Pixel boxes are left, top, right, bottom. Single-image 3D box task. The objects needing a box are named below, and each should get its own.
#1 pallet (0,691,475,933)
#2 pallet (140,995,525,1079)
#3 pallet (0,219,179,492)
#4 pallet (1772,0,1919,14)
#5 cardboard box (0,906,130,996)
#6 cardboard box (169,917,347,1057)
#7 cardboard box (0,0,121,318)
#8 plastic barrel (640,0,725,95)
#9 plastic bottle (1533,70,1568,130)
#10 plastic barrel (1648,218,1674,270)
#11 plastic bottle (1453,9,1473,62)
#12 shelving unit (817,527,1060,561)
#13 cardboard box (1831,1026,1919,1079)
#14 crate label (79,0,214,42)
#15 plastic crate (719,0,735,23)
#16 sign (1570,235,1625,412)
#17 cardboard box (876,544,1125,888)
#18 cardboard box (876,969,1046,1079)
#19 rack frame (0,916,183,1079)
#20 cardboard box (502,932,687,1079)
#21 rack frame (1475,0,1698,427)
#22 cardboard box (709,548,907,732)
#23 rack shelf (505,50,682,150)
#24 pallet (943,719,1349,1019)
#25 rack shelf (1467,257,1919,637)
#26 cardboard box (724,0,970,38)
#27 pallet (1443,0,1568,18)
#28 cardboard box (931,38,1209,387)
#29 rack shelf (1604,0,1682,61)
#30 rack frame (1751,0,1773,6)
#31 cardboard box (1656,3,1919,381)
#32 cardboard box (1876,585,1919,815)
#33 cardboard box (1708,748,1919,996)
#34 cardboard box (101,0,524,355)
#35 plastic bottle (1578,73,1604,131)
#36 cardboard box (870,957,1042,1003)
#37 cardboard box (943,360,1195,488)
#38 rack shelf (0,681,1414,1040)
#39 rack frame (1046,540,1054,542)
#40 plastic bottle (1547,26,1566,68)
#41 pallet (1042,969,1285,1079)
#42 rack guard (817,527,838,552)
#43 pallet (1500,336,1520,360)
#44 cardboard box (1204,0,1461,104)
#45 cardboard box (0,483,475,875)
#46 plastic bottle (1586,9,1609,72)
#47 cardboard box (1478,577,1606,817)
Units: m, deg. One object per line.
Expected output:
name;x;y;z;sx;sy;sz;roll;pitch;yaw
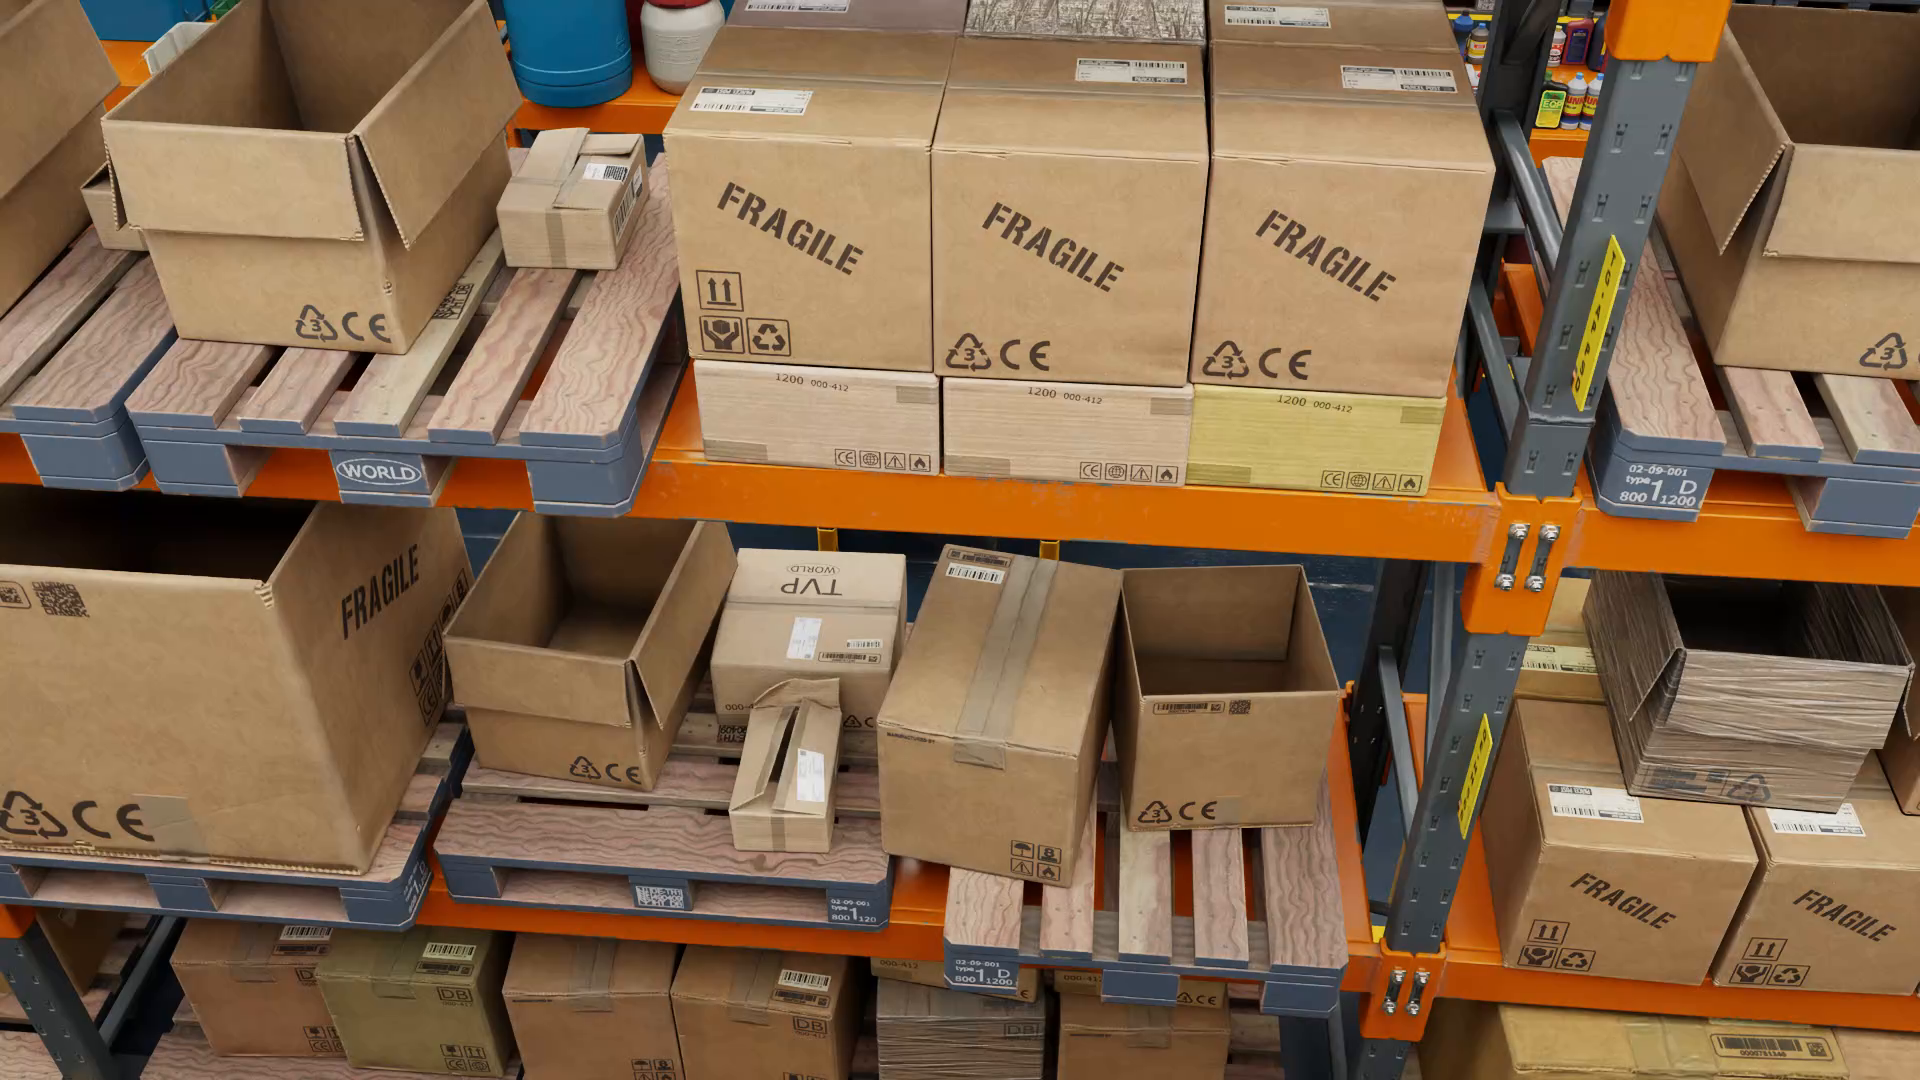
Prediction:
pallet;-2.010;0.614;4.772;1.213;0.211;1.003;3;39;4
pallet;-1.983;1.529;5.704;1.213;0.211;1.003;3;39;4
pallet;-2.153;-0.584;3.864;1.003;0.211;1.213;3;39;4
pallet;6.754;-4.269;12.827;1.213;0.211;1.003;3;39;4
cardboard box;-3.154;1.166;5.589;0.500;0.500;0.500;2;39;2
cardboard box;-2.149;1.252;5.467;0.500;0.500;0.700;0;39;0
cardboard box;-2.299;-0.872;3.655;0.637;0.503;0.797;1;39;2
plastic barrel;-1.397;-2.571;8.425;0.433;0.535;0.433;0;39;0
plastic bottle;2.877;-2.145;8.102;0.133;0.283;0.061;3;39;4
plastic barrel;3.838;-1.637;9.023;0.421;0.512;0.421;0;39;0
plastic bottle;2.631;-2.646;8.727;0.097;0.271;0.097;0;39;0
shelving unit;-0.076;-0.586;7.282;1.083;1.500;0.587;3;39;4
cardboard box;2.800;1.389;5.017;0.875;0.875;1.225;3;39;4
crate label;-4.459;-3.010;9.044;0.616;0.435;0.502;3;39;4
plastic crate;-1.206;-2.838;8.873;0.575;0.384;0.392;3;39;4
sign;1.178;-0.399;3.078;0.005;0.325;0.100;3;39;4
cardboard box;0.120;0.451;4.408;0.500;0.500;0.700;9;40;10
cardboard box;0.003;1.377;5.314;0.500;0.500;0.700;0;39;0
rack frame;-2.759;0.406;4.875;0.127;3.000;1.000;3;39;4
cardboard box;-1.118;1.320;5.384;0.500;0.500;0.700;0;39;0
rack frame;1.226;-1.703;2.713;0.127;3.000;1.000;3;39;4
cardboard box;-0.424;0.283;4.812;0.500;0.250;0.500;2;39;3
rack shelf;-0.339;-2.321;8.795;4.000;0.370;1.077;3;39;4
pallet;0.507;0.727;4.633;1.003;0.211;1.213;3;39;4
rack shelf;3.219;-0.151;3.753;4.000;0.370;1.077;3;39;4
cardboard box;-0.226;-1.012;3.766;0.500;0.500;0.500;2;39;3
pallet;4.037;-4.392;12.979;1.213;0.211;1.003;3;39;4
cardboard box;0.218;-0.662;3.335;0.500;0.500;0.500;3;39;4
rack shelf;-0.766;-1.377;3.200;4.000;0.370;1.077;3;39;4
rack frame;6.070;-5.388;11.993;0.127;3.000;1.000;3;39;4
cardboard box;1.840;-0.754;3.510;0.637;0.503;0.797;5;39;6
cardboard box;2.602;0.284;4.152;0.637;0.503;0.797;4;39;5
cardboard box;2.201;0.810;4.300;0.500;0.500;0.500;2;39;3
cardboard box;-1.360;-0.821;3.592;0.637;0.503;0.797;5;39;6
plastic bottle;3.091;-2.140;8.105;0.097;0.271;0.097;0;39;0
cardboard box;0.027;1.092;5.070;0.500;0.250;0.500;7;40;9
cardboard box;0.236;-0.371;3.573;0.500;0.250;0.500;3;39;4
rack shelf;-0.766;0.794;4.968;4.000;0.370;1.077;3;39;4
rack frame;0.421;-0.559;7.248;0.032;1.500;0.500;3;39;4
plastic bottle;3.116;-2.593;8.717;0.097;0.201;0.097;0;39;0
pallet;0.448;1.662;5.541;1.213;0.211;1.003;3;39;4
rack guard;-0.572;-0.128;7.710;0.087;0.250;0.587;3;39;4
pallet;2.443;-1.393;9.294;1.213;0.211;1.003;3;39;4
cardboard box;0.780;-0.959;3.701;0.500;0.500;0.500;3;39;4
cardboard box;-1.979;0.142;4.391;1.000;1.000;1.000;3;39;4
plastic bottle;3.387;-2.621;8.633;0.185;0.351;0.144;3;39;4
cardboard box;1.739;0.456;4.734;0.500;0.500;0.500;4;39;5
